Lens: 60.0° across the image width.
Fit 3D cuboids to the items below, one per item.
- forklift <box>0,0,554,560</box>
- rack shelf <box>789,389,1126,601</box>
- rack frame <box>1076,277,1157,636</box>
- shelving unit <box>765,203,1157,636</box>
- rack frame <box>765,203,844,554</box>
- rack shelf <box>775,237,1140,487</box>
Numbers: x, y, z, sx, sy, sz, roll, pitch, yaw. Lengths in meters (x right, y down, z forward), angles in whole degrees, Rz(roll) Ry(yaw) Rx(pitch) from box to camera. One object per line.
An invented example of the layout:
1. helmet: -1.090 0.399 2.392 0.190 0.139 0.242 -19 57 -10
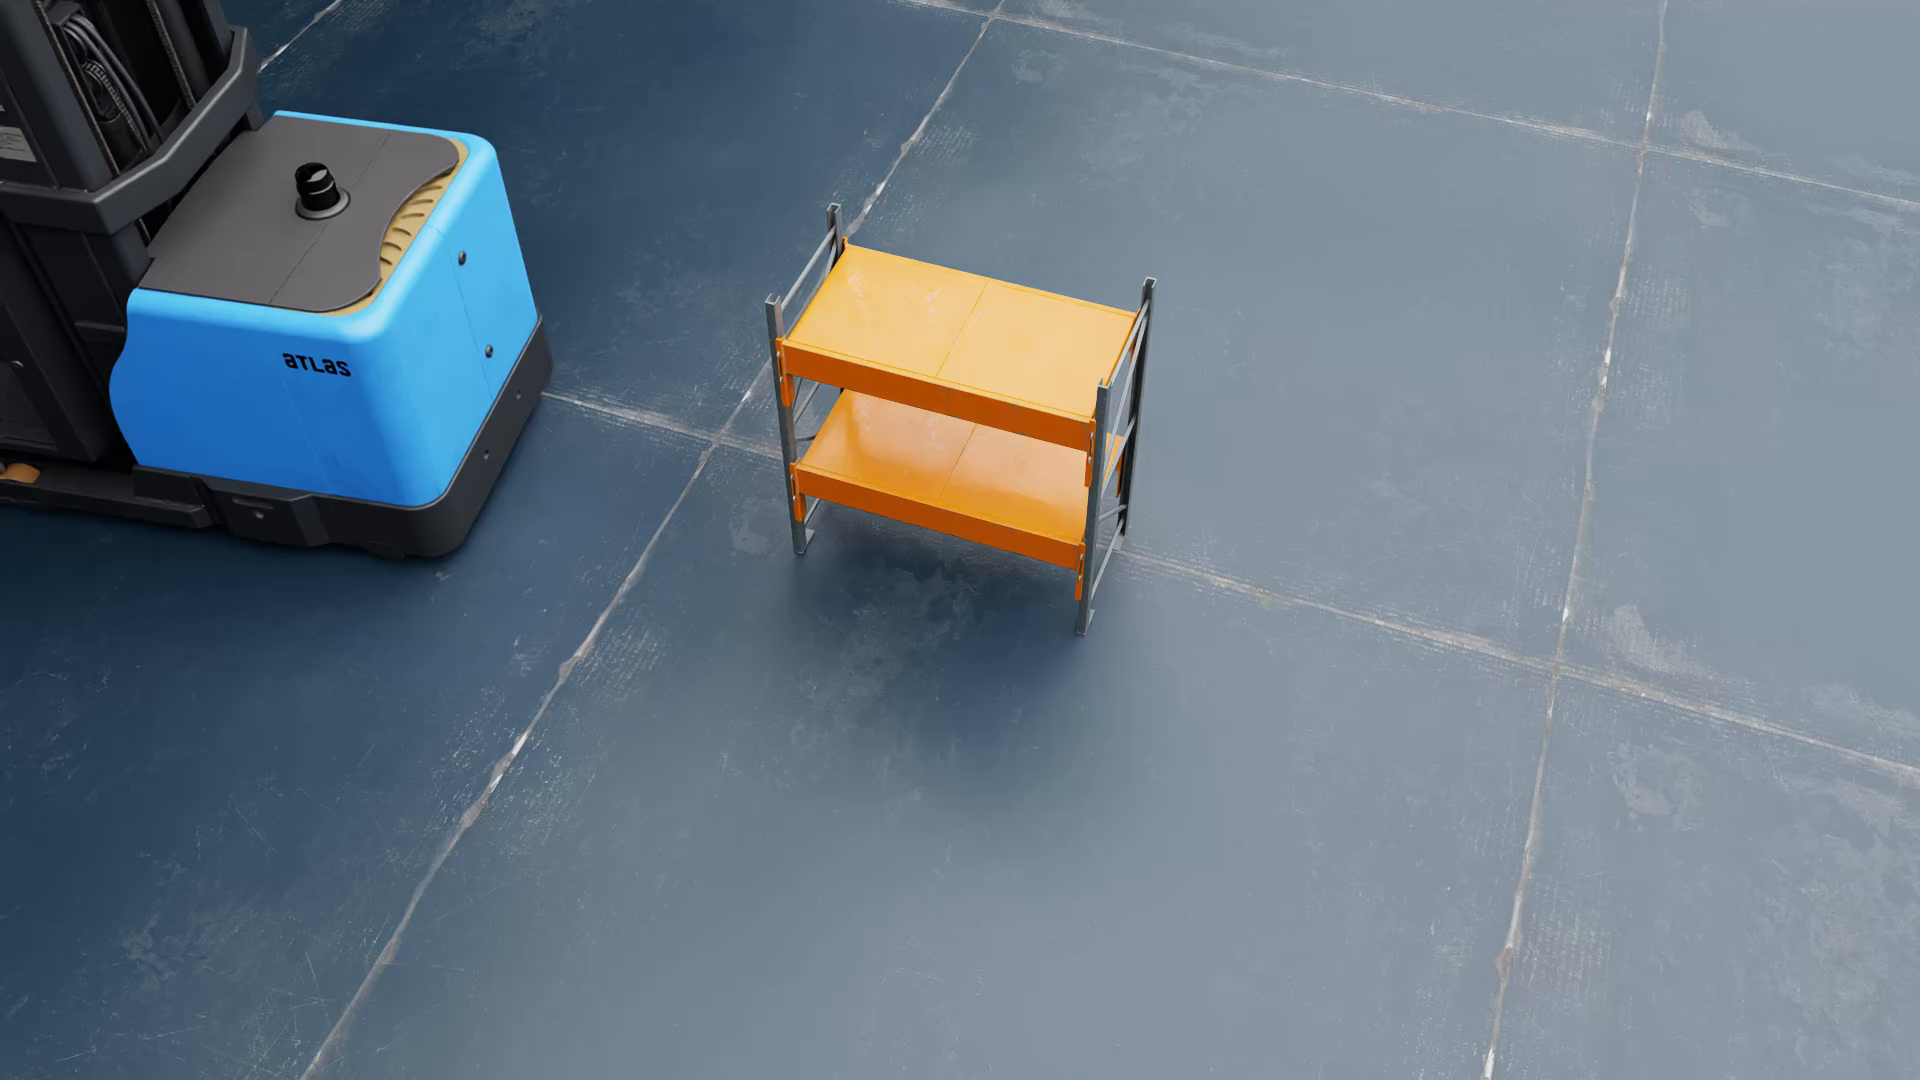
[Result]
1. forklift: -3.087 -1.453 5.070 3.031 2.935 1.130 9 50 7
2. rack shelf: 0.006 -0.207 5.508 1.000 0.278 0.538 16 51 13
3. rack frame: 0.483 -0.234 5.208 0.032 1.125 0.500 16 51 13
4. shelving unit: 0.006 -0.367 5.323 1.048 1.125 0.538 16 51 13
5. rack frame: -0.471 -0.500 5.439 0.032 1.125 0.500 16 51 13
6. rack shelf: 0.006 -0.558 5.102 1.000 0.278 0.538 16 51 13
